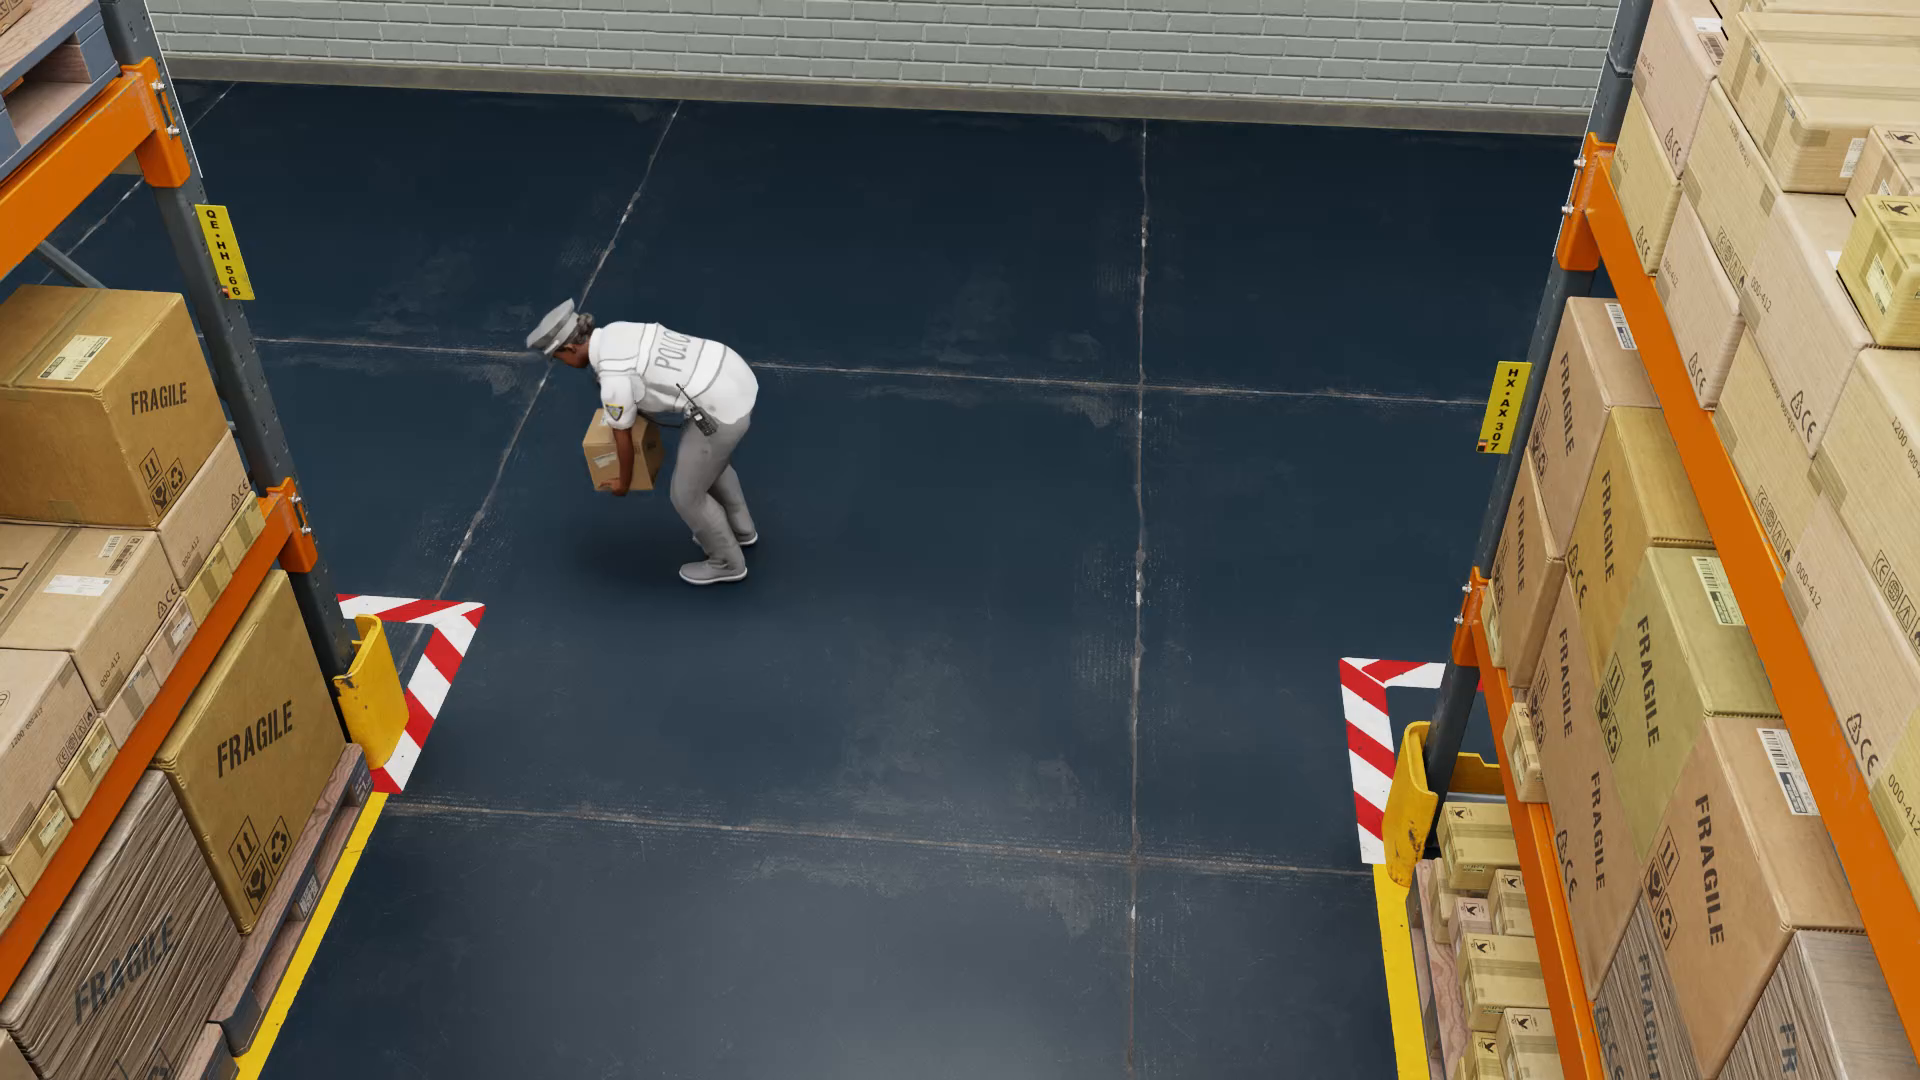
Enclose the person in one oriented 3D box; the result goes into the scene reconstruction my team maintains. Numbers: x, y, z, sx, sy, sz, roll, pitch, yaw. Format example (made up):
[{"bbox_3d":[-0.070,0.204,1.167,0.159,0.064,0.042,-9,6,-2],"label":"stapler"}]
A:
[{"bbox_3d":[-1.279,-0.417,6.941,0.902,1.291,0.414,2,40,3],"label":"person"}]
